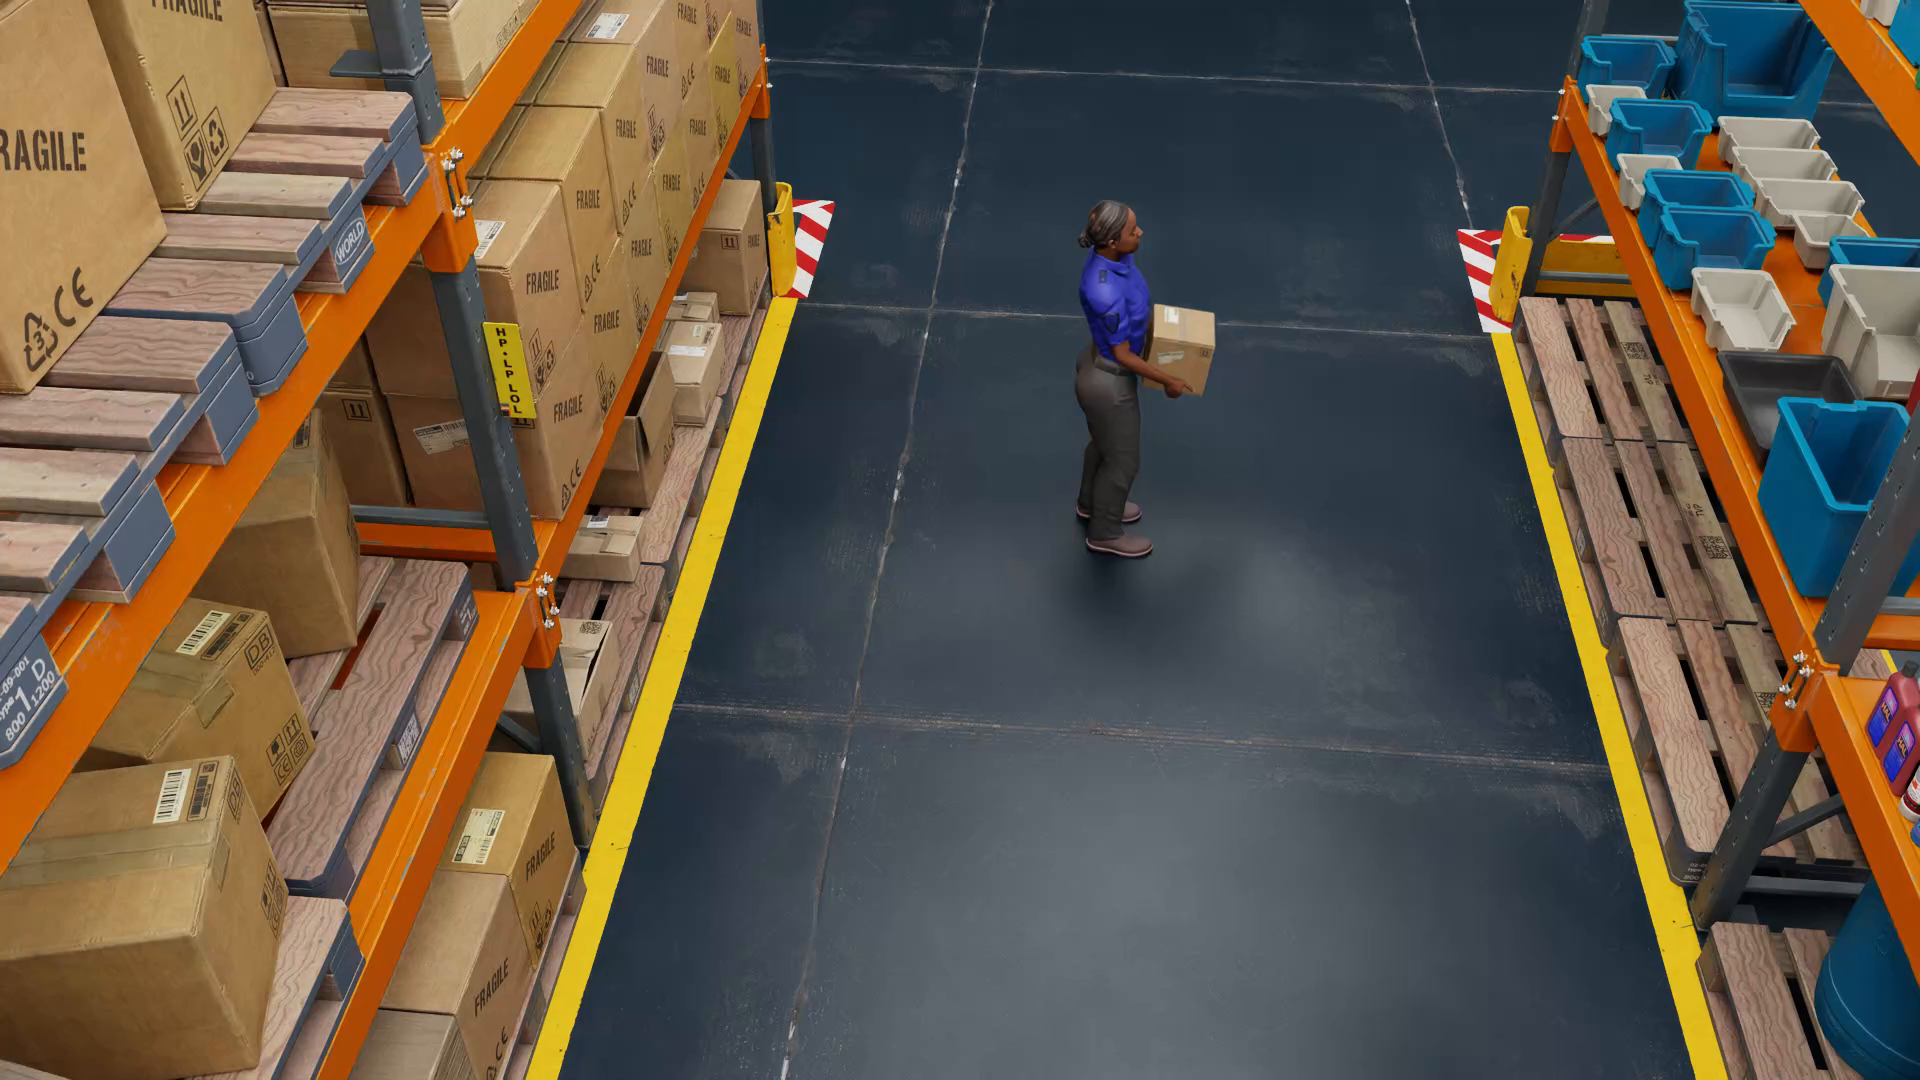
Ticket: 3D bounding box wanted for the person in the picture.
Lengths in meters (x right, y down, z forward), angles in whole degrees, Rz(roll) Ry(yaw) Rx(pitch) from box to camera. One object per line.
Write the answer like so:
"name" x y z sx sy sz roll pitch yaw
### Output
"person" 0.715 -0.659 6.945 0.510 1.651 0.451 4 40 5
